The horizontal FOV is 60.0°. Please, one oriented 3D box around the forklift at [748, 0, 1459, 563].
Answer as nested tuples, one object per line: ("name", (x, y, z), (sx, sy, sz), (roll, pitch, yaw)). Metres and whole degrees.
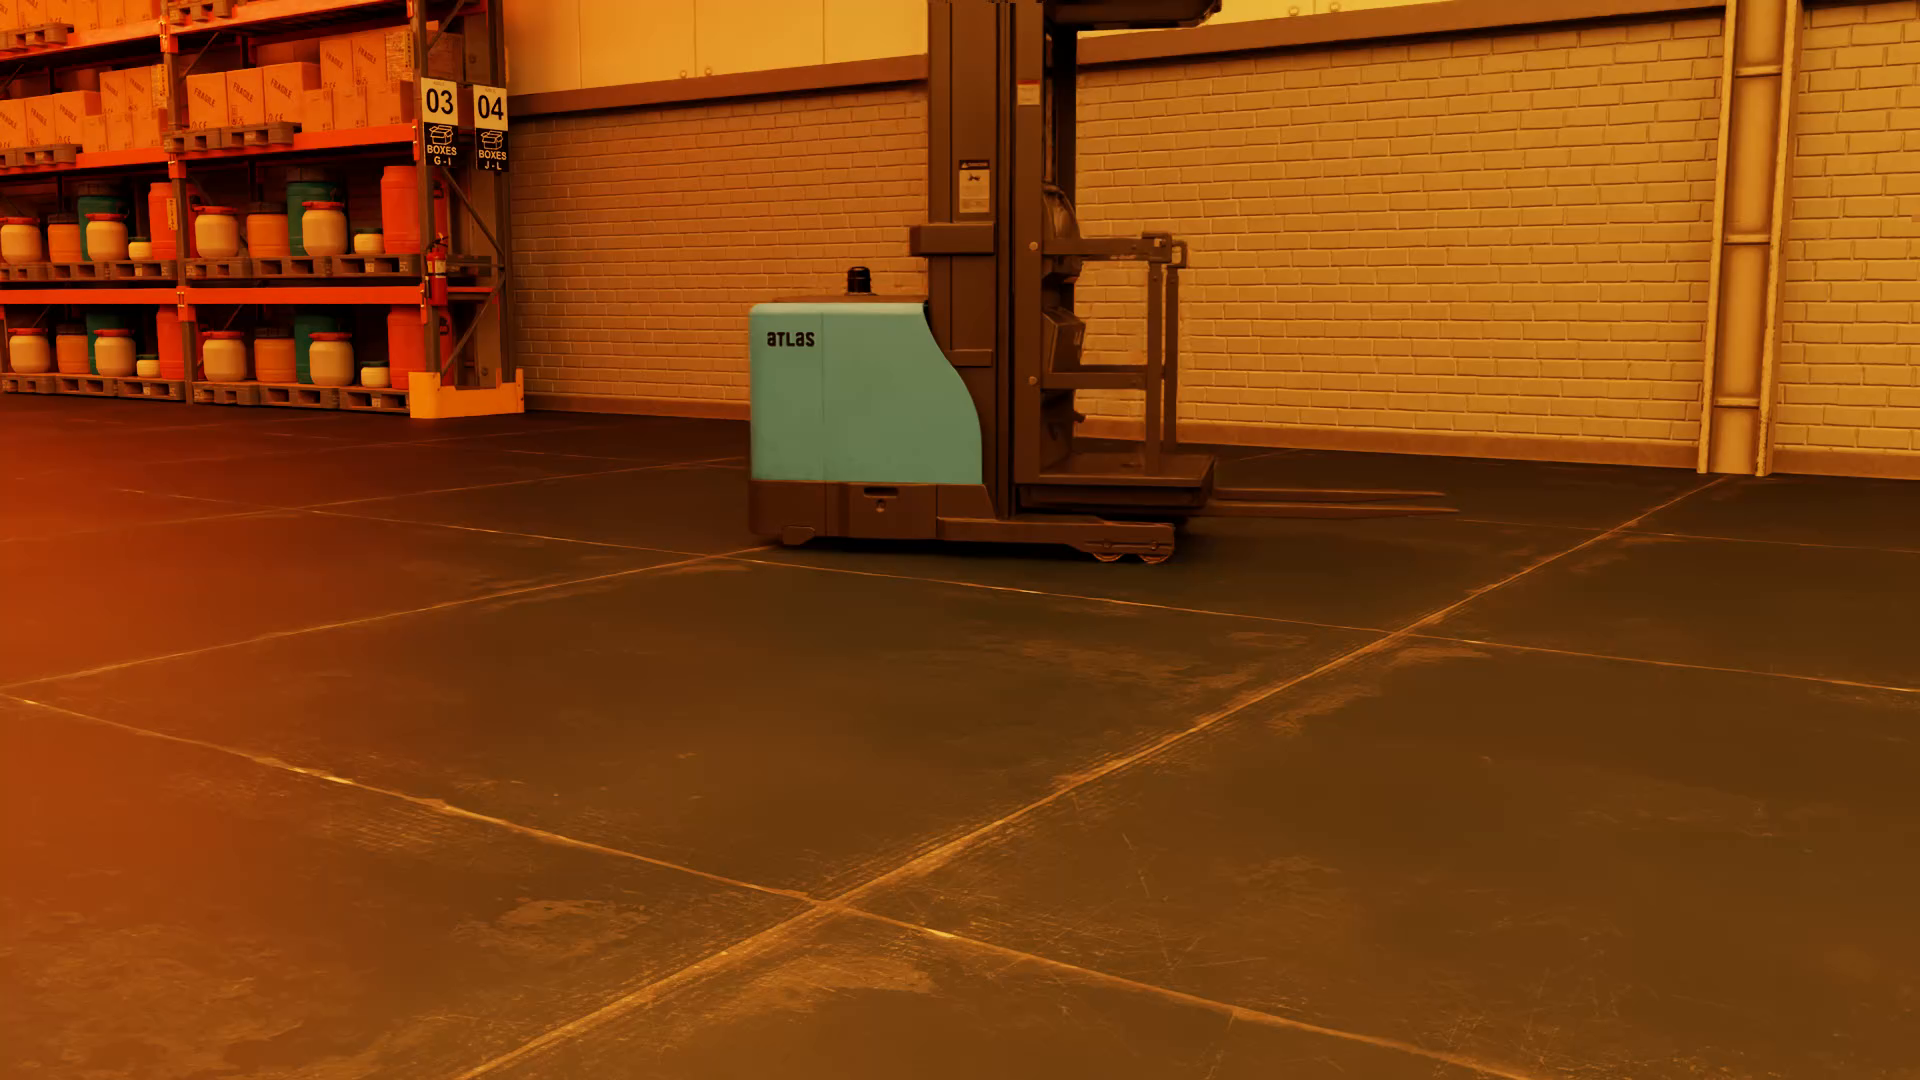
("forklift", (0.635, -1.435, 7.287), (3.031, 2.935, 1.130), (2, 8, 11))
